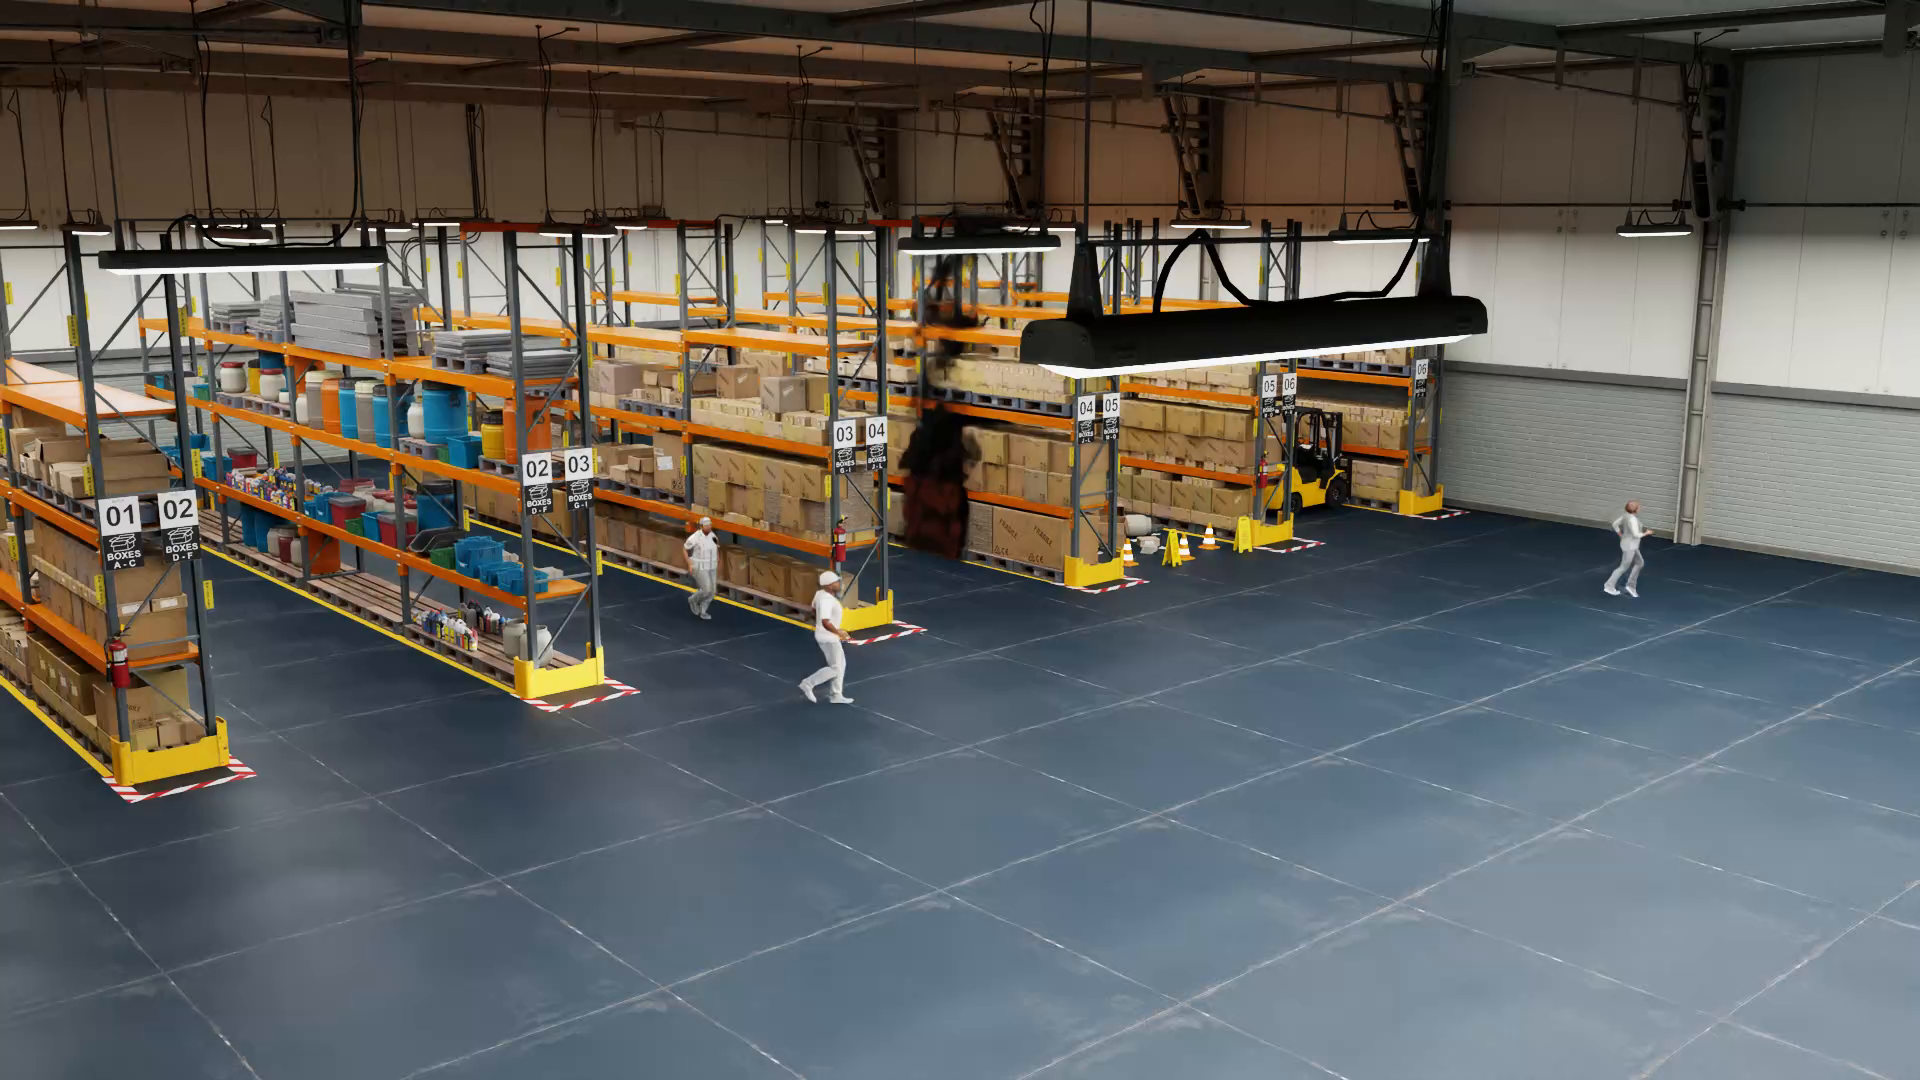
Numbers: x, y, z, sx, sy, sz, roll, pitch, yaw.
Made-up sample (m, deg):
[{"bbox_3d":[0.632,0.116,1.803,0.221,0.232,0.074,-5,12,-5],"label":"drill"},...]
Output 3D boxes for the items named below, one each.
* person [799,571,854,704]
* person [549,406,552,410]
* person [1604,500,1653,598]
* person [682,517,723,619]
[{"bbox_3d":[-1.725,1.259,21.263,0.720,1.754,0.726,-2,12,-12],"label":"person"},{"bbox_3d":[-9.975,-2.402,39.668,0.647,1.627,0.828,3,12,16],"label":"person"},{"bbox_3d":[10.883,0.158,27.042,0.702,1.641,0.507,2,12,12],"label":"person"},{"bbox_3d":[-3.909,0.440,25.610,0.588,1.616,0.592,11,16,43],"label":"person"}]
